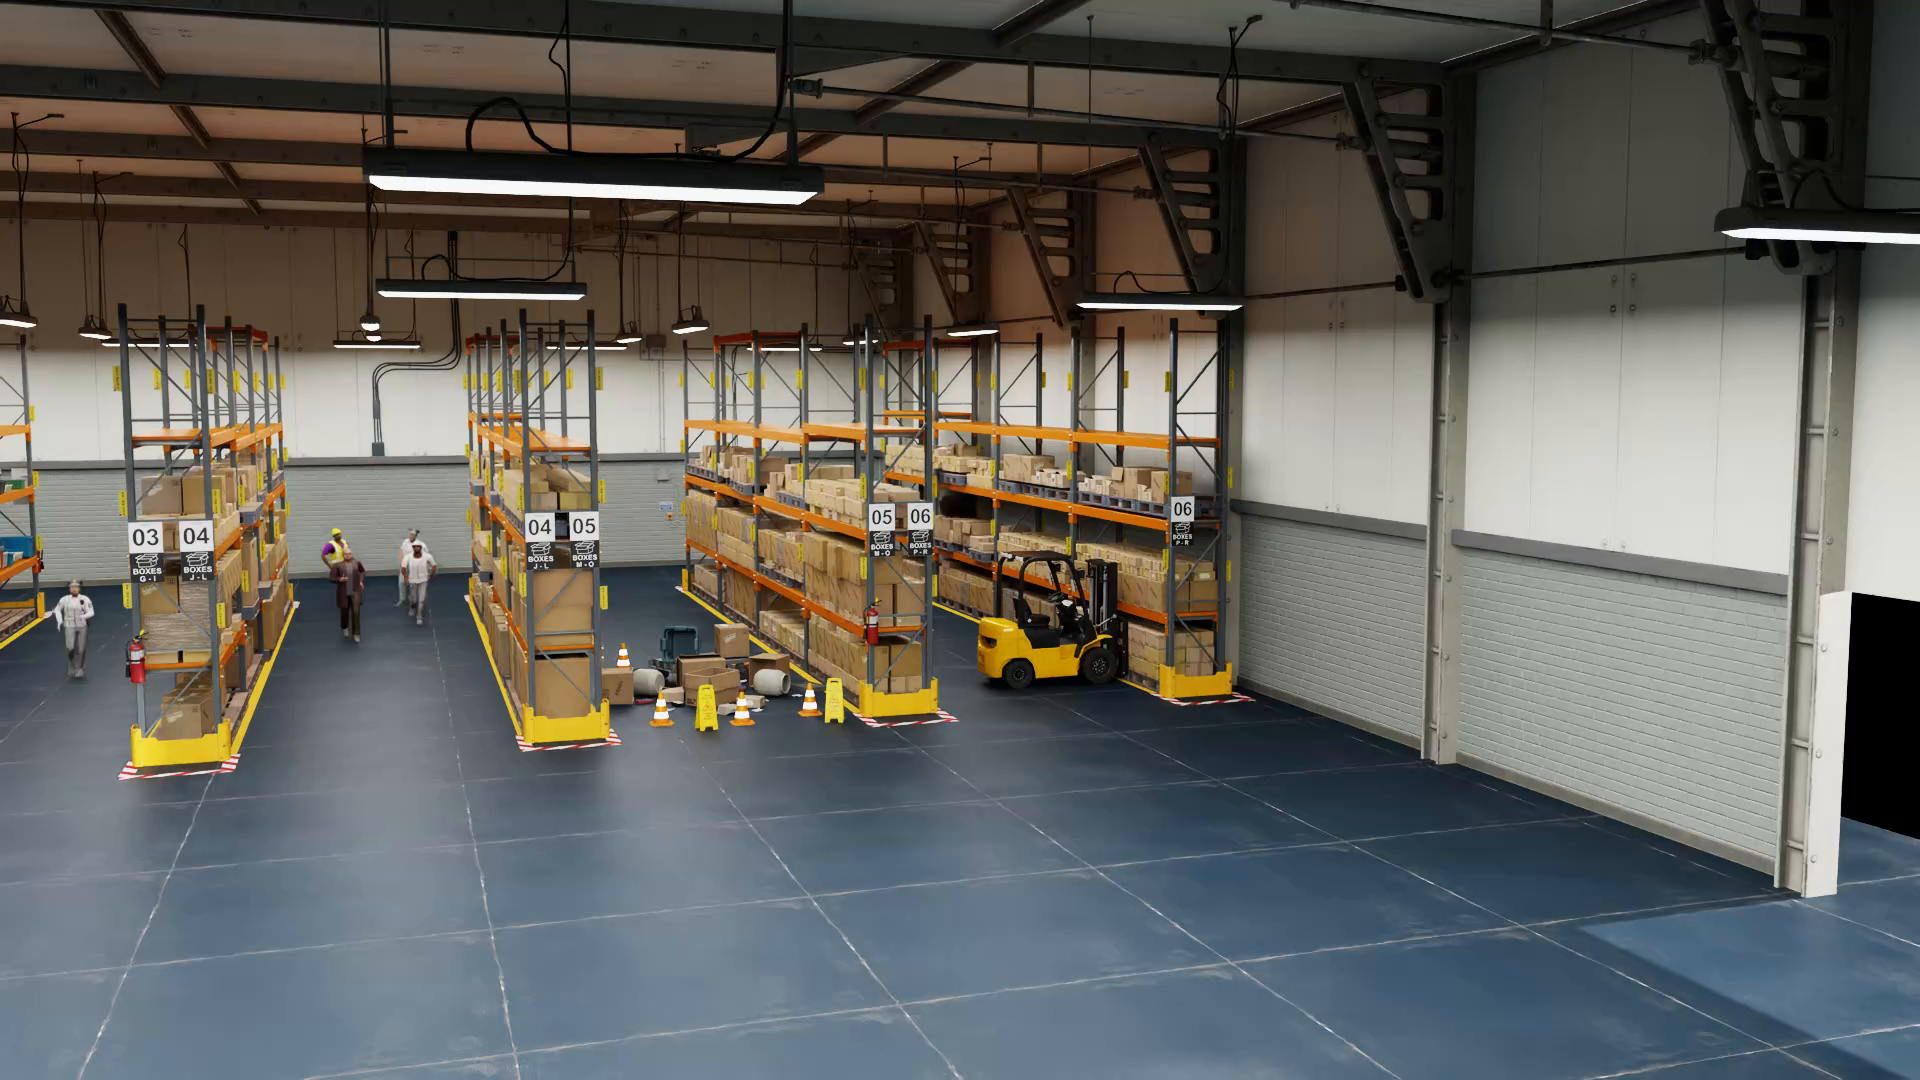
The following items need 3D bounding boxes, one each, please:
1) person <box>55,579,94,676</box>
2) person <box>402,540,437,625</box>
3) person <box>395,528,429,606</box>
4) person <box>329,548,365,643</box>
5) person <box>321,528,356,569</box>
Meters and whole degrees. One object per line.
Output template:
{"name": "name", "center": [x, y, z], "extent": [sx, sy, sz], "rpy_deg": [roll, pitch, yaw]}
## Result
{"name": "person", "center": [-14.990, 1.489, 28.177], "extent": [0.593, 1.660, 0.608], "rpy_deg": [-3, 6, -29]}
{"name": "person", "center": [-11.249, 0.868, 34.613], "extent": [0.698, 1.741, 0.662], "rpy_deg": [-2, 6, -17]}
{"name": "person", "center": [-12.350, 0.594, 37.562], "extent": [0.716, 1.743, 0.826], "rpy_deg": [0, 5, 2]}
{"name": "person", "center": [-11.771, 1.049, 32.016], "extent": [0.701, 1.784, 1.033], "rpy_deg": [-3, 6, -28]}
{"name": "person", "center": [-13.985, 0.581, 37.641], "extent": [0.595, 1.706, 0.759], "rpy_deg": [3, 6, 28]}
